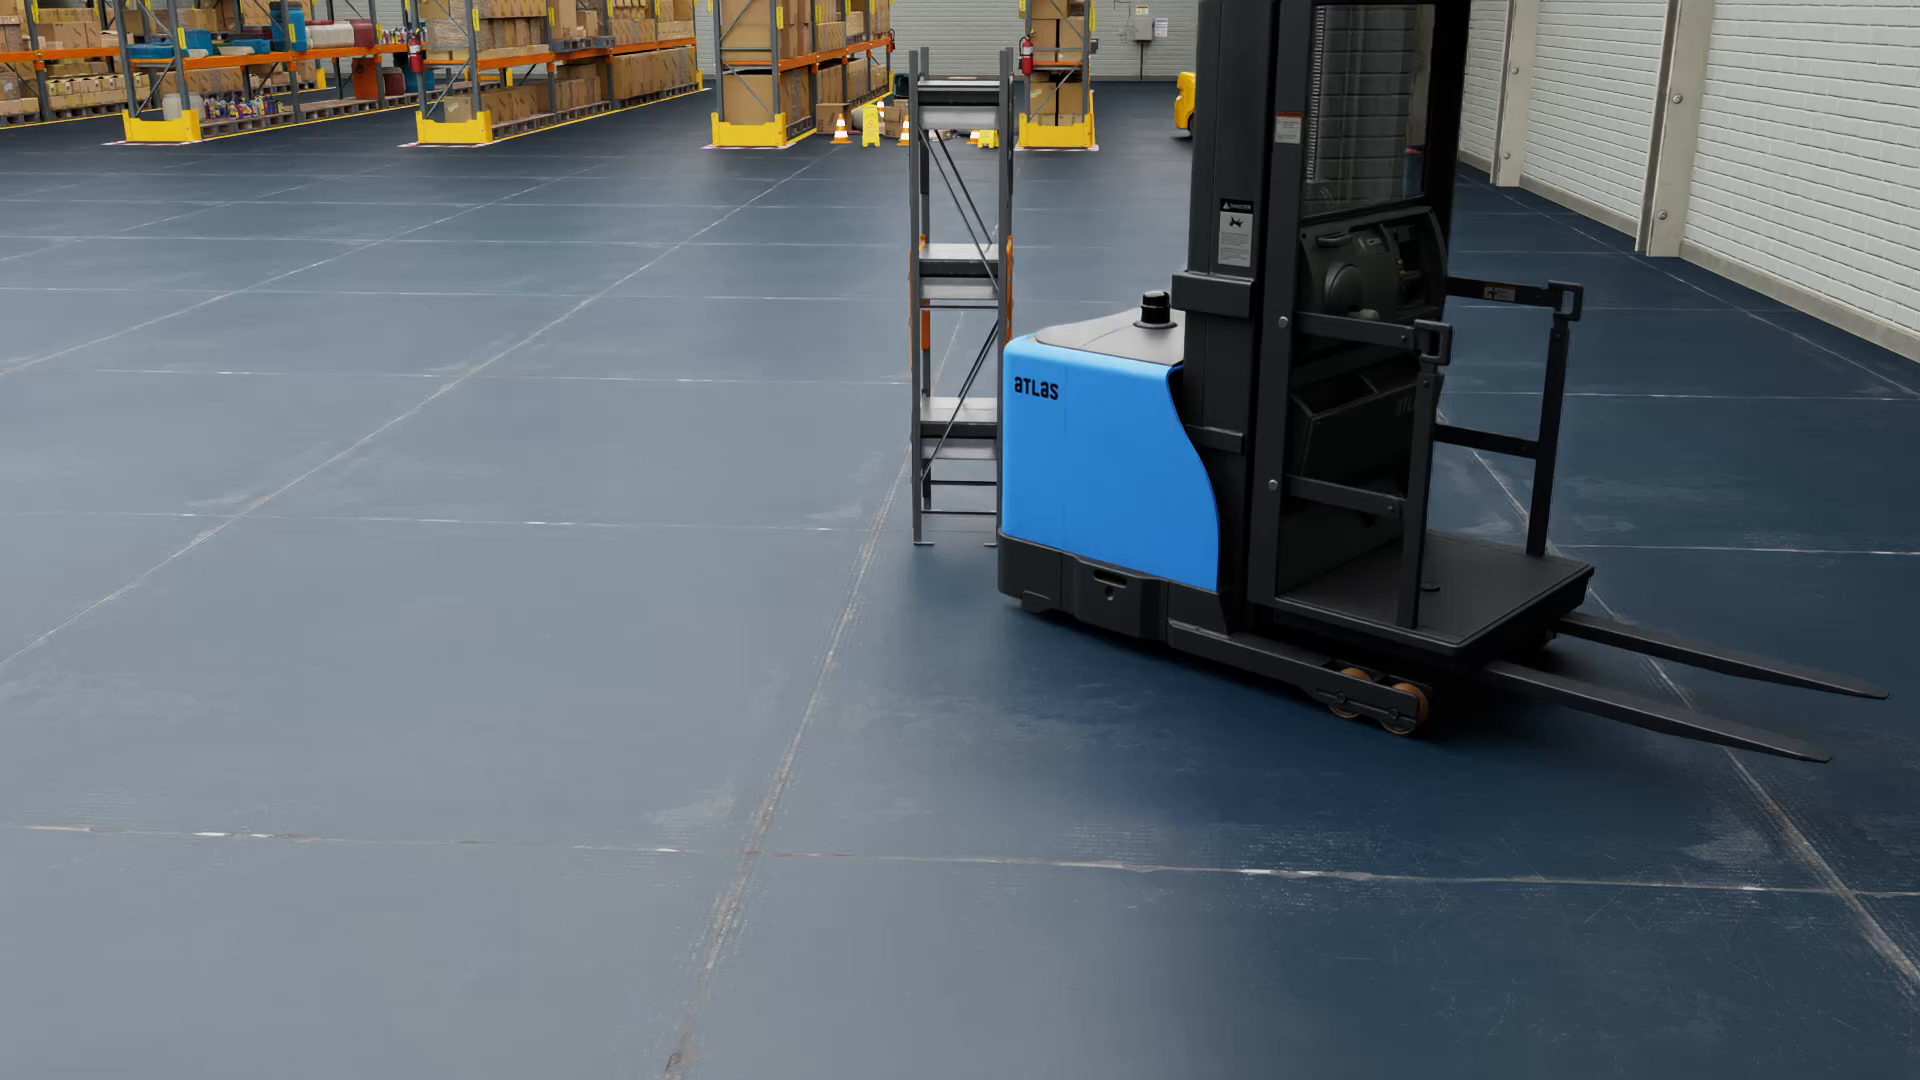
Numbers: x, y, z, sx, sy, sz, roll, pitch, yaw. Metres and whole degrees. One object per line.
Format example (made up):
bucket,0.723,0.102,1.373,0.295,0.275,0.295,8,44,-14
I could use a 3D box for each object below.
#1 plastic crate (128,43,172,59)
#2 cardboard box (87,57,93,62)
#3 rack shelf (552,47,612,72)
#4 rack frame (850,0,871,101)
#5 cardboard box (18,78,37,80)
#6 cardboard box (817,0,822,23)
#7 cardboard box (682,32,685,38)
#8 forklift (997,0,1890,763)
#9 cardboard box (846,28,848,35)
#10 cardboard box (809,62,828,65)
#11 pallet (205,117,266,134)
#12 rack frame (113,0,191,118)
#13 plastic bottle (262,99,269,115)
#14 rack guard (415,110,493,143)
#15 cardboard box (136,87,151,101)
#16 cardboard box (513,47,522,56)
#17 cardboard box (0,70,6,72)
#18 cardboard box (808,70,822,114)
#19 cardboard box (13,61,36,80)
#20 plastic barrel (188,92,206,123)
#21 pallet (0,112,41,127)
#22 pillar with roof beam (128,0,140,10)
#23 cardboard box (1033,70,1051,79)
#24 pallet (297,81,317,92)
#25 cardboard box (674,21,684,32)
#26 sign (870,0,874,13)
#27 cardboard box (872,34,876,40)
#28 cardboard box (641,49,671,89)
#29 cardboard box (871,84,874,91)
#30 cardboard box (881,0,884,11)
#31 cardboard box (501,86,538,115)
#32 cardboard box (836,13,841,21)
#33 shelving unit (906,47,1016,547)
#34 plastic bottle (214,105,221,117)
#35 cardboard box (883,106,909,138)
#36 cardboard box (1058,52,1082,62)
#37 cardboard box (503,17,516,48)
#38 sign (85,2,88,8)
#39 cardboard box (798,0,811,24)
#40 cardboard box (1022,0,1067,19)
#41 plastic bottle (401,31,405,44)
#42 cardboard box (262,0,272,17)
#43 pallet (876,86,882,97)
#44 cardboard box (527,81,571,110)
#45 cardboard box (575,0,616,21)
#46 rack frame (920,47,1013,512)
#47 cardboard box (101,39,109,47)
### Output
plastic crate,-13.553,-8.188,27.832,0.499,0.251,0.616,1,18,4
cardboard box,-22.220,-12.195,42.122,0.380,0.149,0.250,1,18,4
rack shelf,-7.920,-9.507,32.776,1.077,0.370,4.000,1,18,4
rack frame,-2.550,-11.570,37.917,1.000,3.000,0.127,1,18,4
cardboard box,-18.170,-8.903,32.619,0.500,0.311,0.500,2,18,5
cardboard box,-3.022,-10.080,31.601,0.700,0.500,0.500,1,18,4
cardboard box,-6.972,-12.400,40.853,0.380,0.149,0.250,1,18,3
forklift,1.582,-0.937,5.575,3.031,2.935,1.130,16,24,39
cardboard box,-2.565,-10.710,35.020,0.380,0.149,0.250,2,18,7
cardboard box,-3.049,-9.914,34.999,0.500,0.250,0.500,1,18,3
pallet,-13.178,-7.426,29.746,1.003,0.211,1.213,1,18,4
rack frame,-13.291,-8.096,27.314,1.000,3.000,0.127,1,18,4
plastic bottle,-12.746,-7.939,30.491,0.061,0.283,0.133,3,18,8
rack guard,-8.345,-6.821,27.438,1.175,0.500,0.348,1,18,4
cardboard box,-17.452,-9.417,35.085,0.500,0.250,0.500,2,18,5
cardboard box,-7.908,-8.570,29.162,0.380,0.149,0.250,1,18,4
cardboard box,-18.290,-8.562,31.274,0.500,0.500,0.500,1,18,4
cardboard box,-3.169,-8.411,31.214,1.050,0.750,0.750,1,18,4
cardboard box,-22.229,-11.017,39.007,0.750,0.750,0.750,1,18,5
plastic barrel,-13.284,-7.475,28.740,0.421,0.512,0.421,0,18,0
pallet,-18.043,-7.879,31.130,1.003,0.211,1.213,1,18,4
pillar with roof beam,-18.400,-16.899,44.545,9.100,9.000,0.400,1,18,4
cardboard box,1.333,-7.852,28.064,0.380,0.149,0.250,2,18,6
pallet,-17.146,-11.581,42.427,1.003,0.211,1.213,1,18,4
cardboard box,-7.047,-12.553,40.678,0.500,0.250,0.500,1,18,2
sign,-1.996,-12.109,37.702,0.100,0.325,0.005,1,18,4
cardboard box,-2.184,-11.859,39.200,0.380,0.149,0.250,2,18,5
cardboard box,-7.363,-11.106,39.236,0.875,0.875,0.875,1,18,4
cardboard box,-2.204,-10.521,38.619,0.380,0.149,0.250,0,18,2
cardboard box,-2.113,-13.010,40.066,0.500,0.500,0.500,2,18,7
cardboard box,-8.132,-8.116,30.715,0.500,0.500,0.500,1,18,2
cardboard box,-2.610,-10.832,34.436,0.380,0.149,0.250,1,18,4
shelving unit,0.012,-1.049,7.253,0.431,2.100,0.503,1,18,4
plastic bottle,-13.409,-7.739,30.011,0.097,0.201,0.097,0,18,0
cardboard box,-0.865,-7.180,28.527,0.797,0.503,0.637,-13,22,-34
cardboard box,1.765,-7.746,26.648,0.380,0.149,0.250,1,18,4
cardboard box,-8.241,-8.812,28.860,0.875,0.500,0.500,1,18,4
sign,-22.578,-13.750,43.051,0.100,0.325,0.005,1,18,4
cardboard box,-3.108,-9.383,29.266,0.875,0.550,0.550,1,18,4
cardboard box,1.353,-8.592,26.583,0.700,0.500,0.500,1,18,3
plastic bottle,-12.245,-11.041,36.508,0.097,0.271,0.097,0,18,0
cardboard box,-16.982,-12.917,40.261,0.500,0.500,0.500,1,18,2
pallet,-2.452,-10.835,40.150,1.003,0.211,1.213,1,18,4
cardboard box,-7.945,-8.587,32.120,0.700,0.500,0.500,1,18,4
cardboard box,-7.708,-11.221,35.079,0.797,0.503,0.637,2,18,6
rack frame,0.029,-1.125,7.484,0.400,2.100,0.015,1,18,4
cardboard box,-17.693,-10.176,34.064,0.380,0.149,0.250,3,18,8
